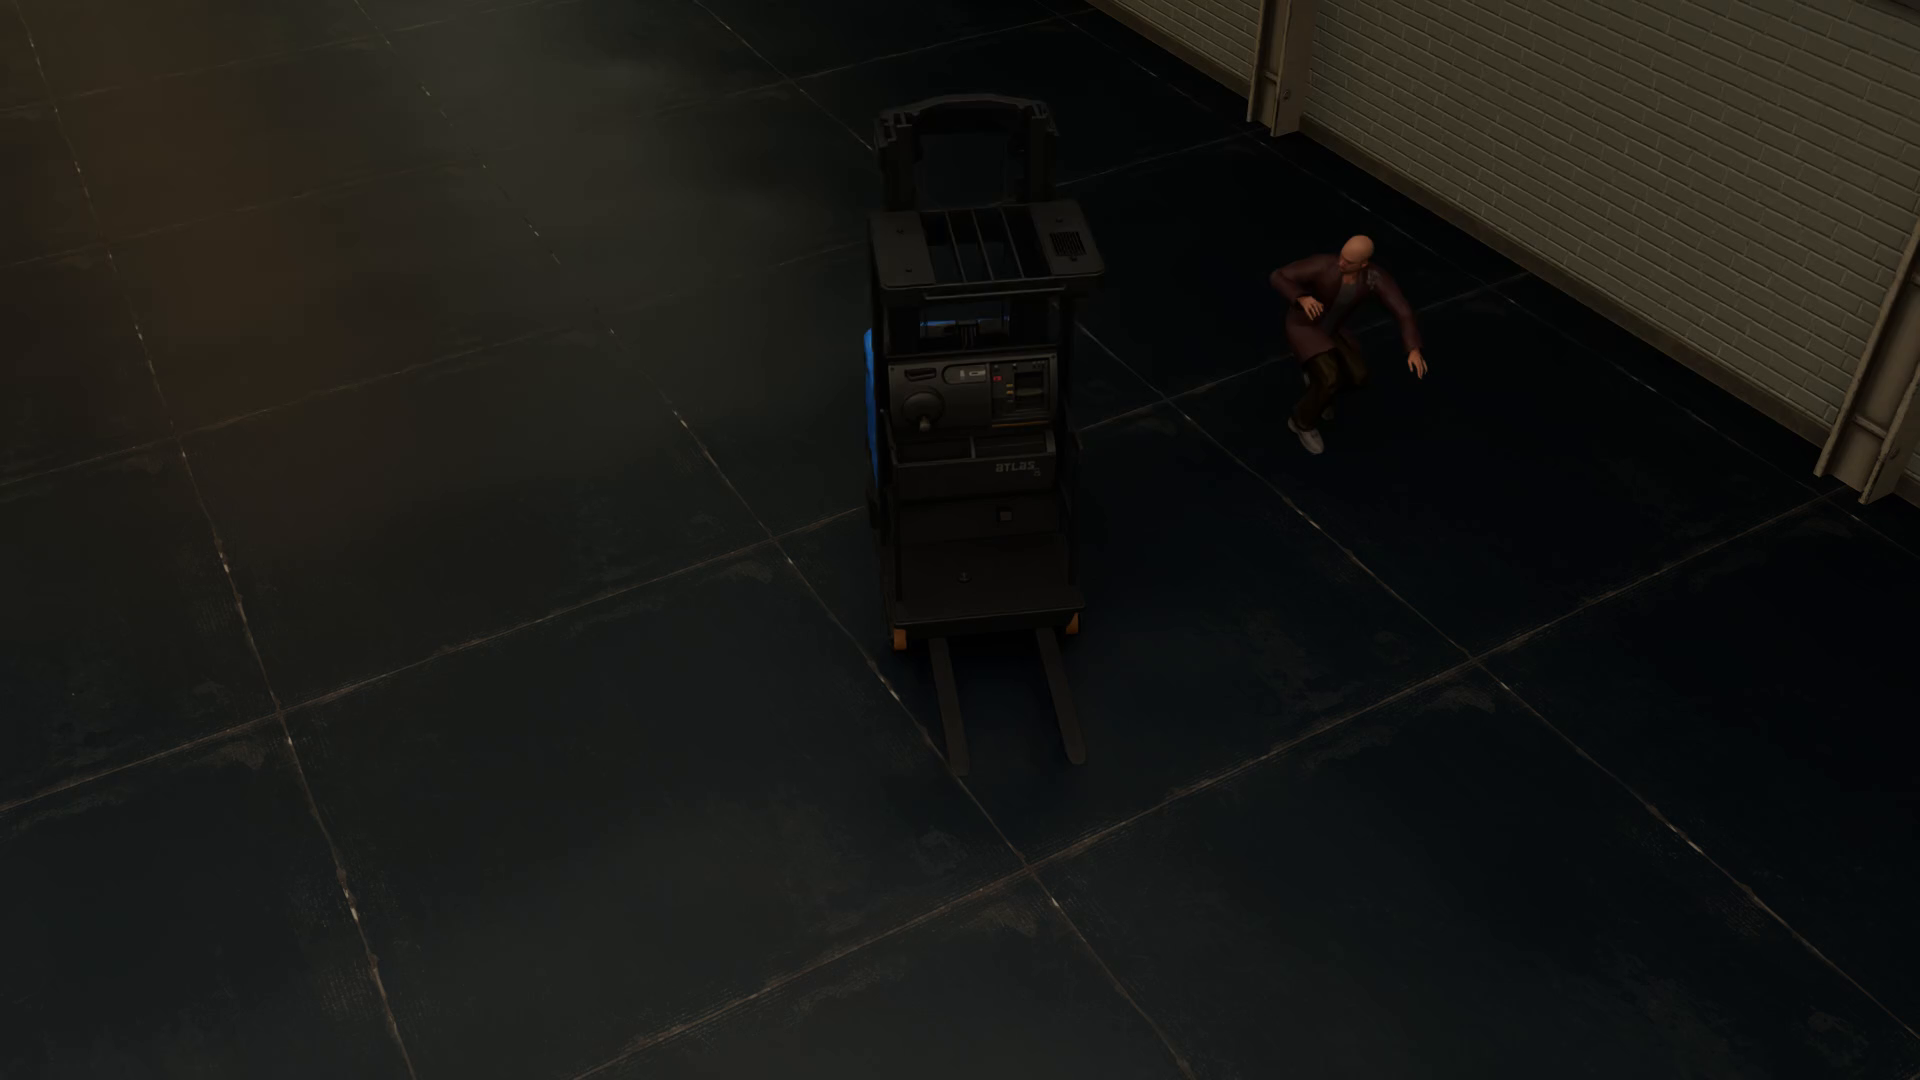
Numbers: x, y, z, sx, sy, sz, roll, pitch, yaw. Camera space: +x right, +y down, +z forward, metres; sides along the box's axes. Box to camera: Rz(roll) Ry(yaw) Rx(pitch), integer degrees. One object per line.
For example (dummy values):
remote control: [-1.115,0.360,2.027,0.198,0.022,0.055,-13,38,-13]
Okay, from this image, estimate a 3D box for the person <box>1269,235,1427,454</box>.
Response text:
person: [2.444,-1.236,10.674,0.844,1.506,0.992,-14,42,-16]

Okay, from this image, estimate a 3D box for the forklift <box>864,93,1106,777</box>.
forklift: [0.106,-0.731,8.918,1.130,2.935,3.031,-5,40,-6]
